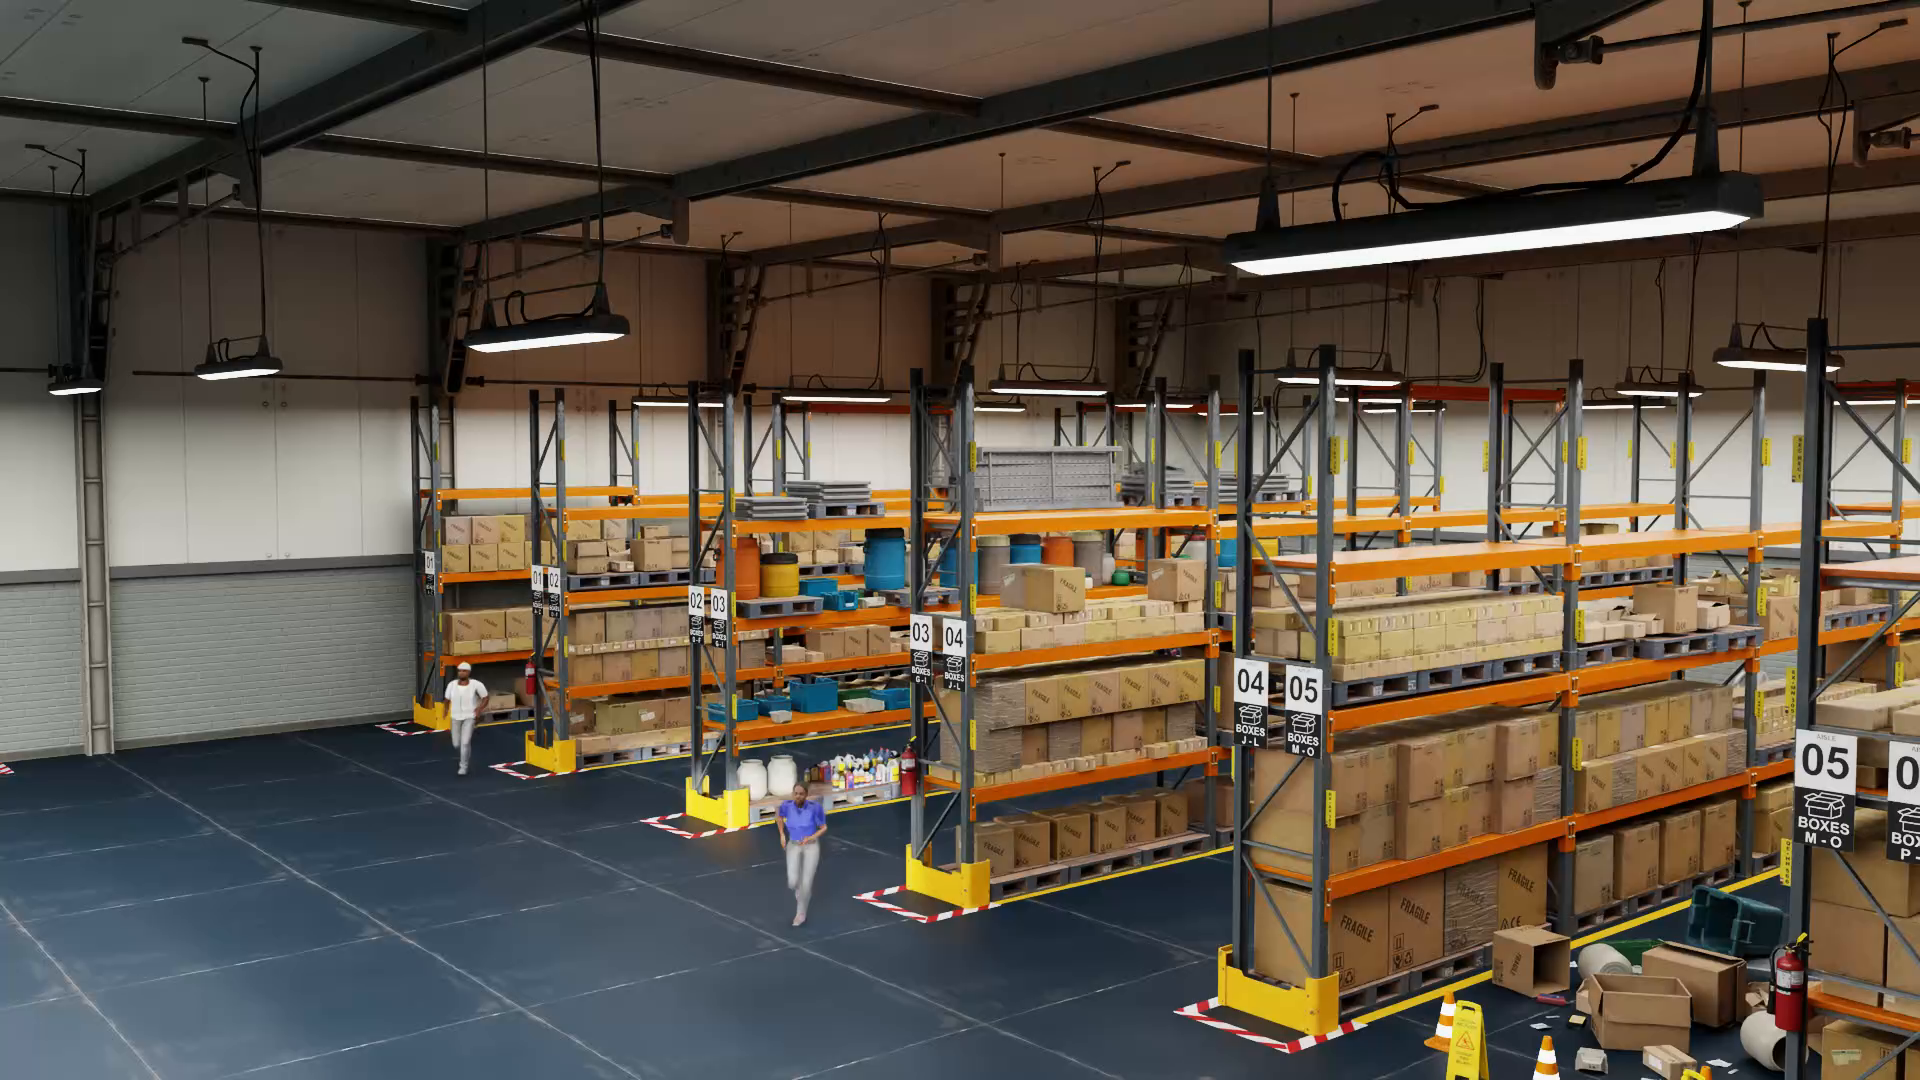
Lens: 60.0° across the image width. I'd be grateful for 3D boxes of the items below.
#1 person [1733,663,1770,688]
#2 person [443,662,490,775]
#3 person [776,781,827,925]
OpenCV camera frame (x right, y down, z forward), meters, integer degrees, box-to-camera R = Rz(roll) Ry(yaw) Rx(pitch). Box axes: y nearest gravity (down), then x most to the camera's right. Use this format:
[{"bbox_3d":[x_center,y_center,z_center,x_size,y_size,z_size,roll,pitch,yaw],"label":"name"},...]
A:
[{"bbox_3d":[13.299,2.746,27.830,0.553,1.586,0.647,0,3,4],"label":"person"},{"bbox_3d":[-7.731,2.771,26.021,0.701,1.726,0.710,0,3,-1],"label":"person"},{"bbox_3d":[-1.699,3.342,17.819,0.563,1.591,0.688,0,3,1],"label":"person"}]
